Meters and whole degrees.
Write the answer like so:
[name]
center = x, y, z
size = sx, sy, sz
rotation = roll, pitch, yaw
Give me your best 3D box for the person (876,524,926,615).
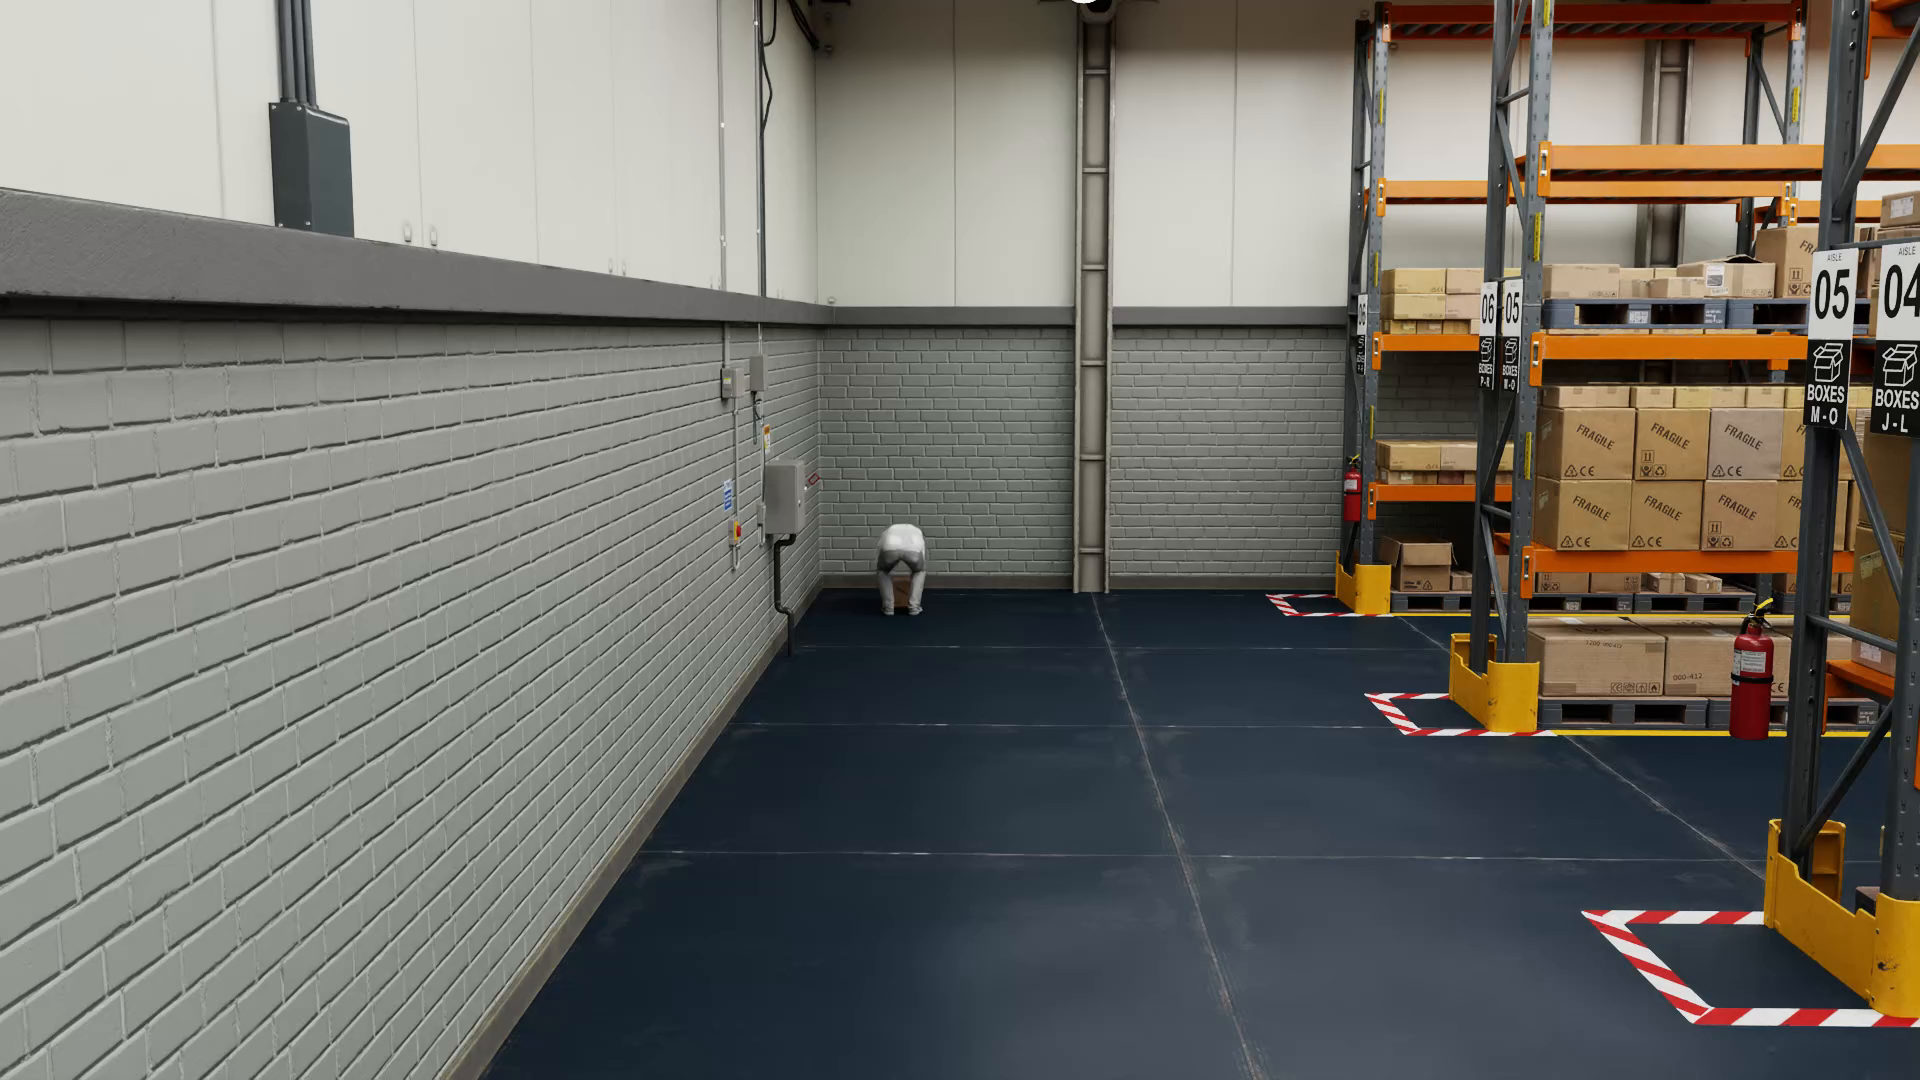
[person]
center = -0.602, 0.271, 16.953
size = 0.510, 0.914, 0.976
rotation = 0, 7, -1
